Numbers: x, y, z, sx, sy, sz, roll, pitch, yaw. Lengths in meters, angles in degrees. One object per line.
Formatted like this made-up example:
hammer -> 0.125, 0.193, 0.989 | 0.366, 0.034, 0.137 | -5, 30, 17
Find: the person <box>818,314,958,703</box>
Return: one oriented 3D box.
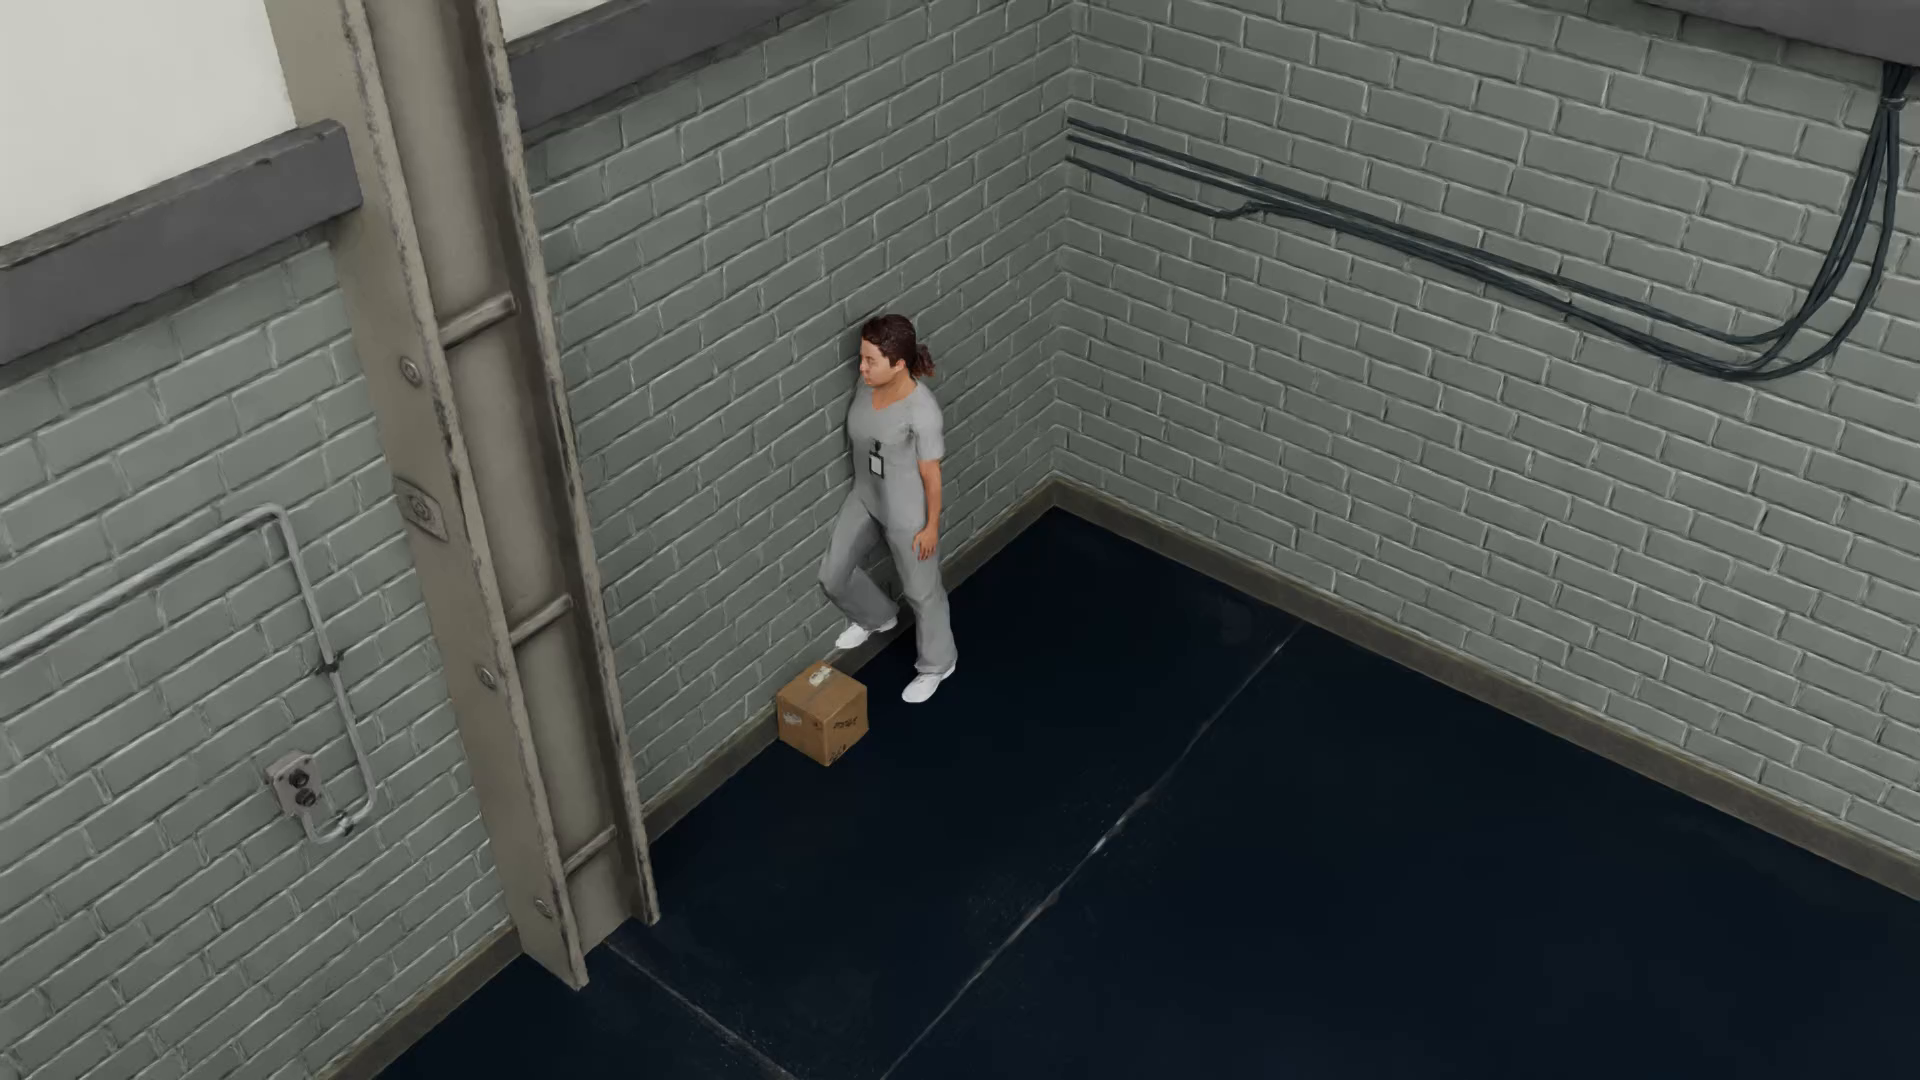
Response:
person -> -0.292, -0.100, 6.265 | 0.480, 1.679, 0.462 | -29, 47, -31
